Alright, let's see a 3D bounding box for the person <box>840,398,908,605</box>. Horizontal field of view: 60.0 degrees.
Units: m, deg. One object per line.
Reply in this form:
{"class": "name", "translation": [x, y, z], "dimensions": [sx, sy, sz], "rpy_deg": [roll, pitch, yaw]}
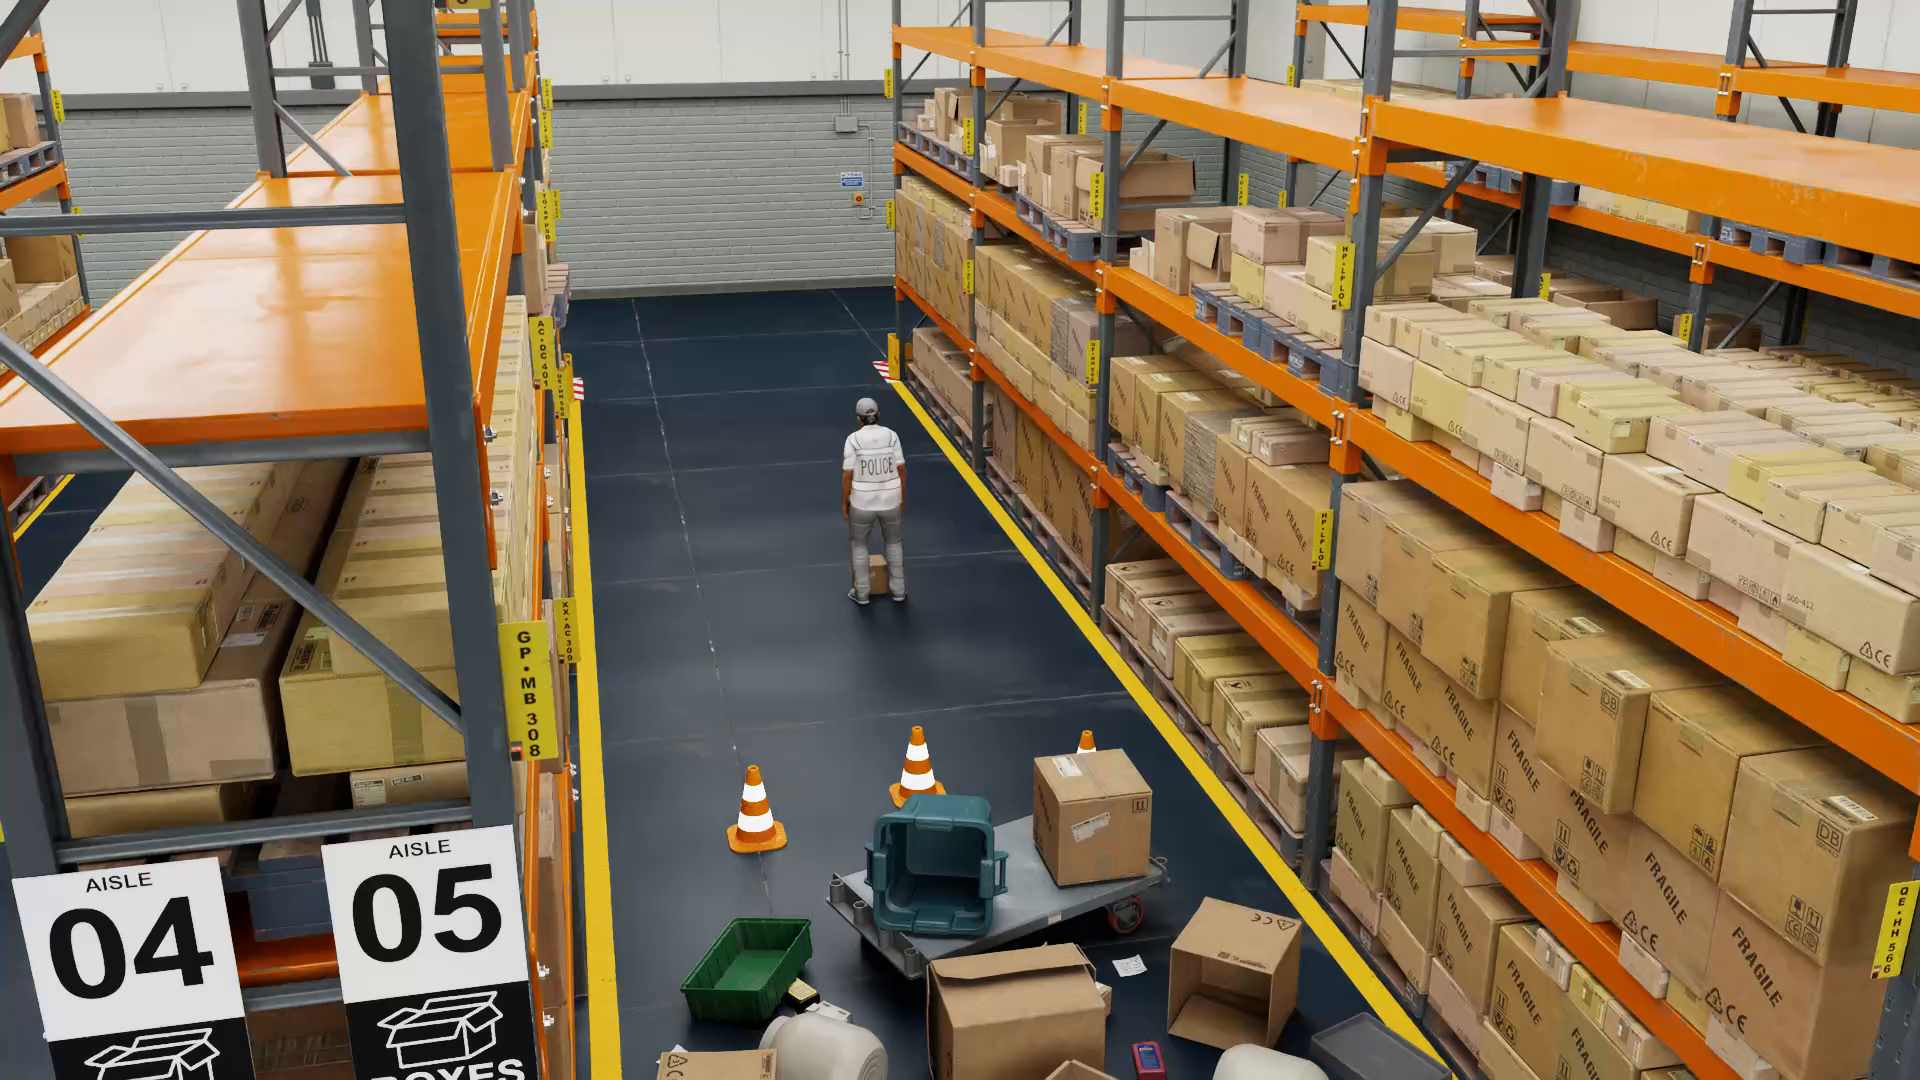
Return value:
{"class": "person", "translation": [-0.683, -0.307, 13.191], "dimensions": [0.564, 1.666, 0.466], "rpy_deg": [-6, 21, -16]}
